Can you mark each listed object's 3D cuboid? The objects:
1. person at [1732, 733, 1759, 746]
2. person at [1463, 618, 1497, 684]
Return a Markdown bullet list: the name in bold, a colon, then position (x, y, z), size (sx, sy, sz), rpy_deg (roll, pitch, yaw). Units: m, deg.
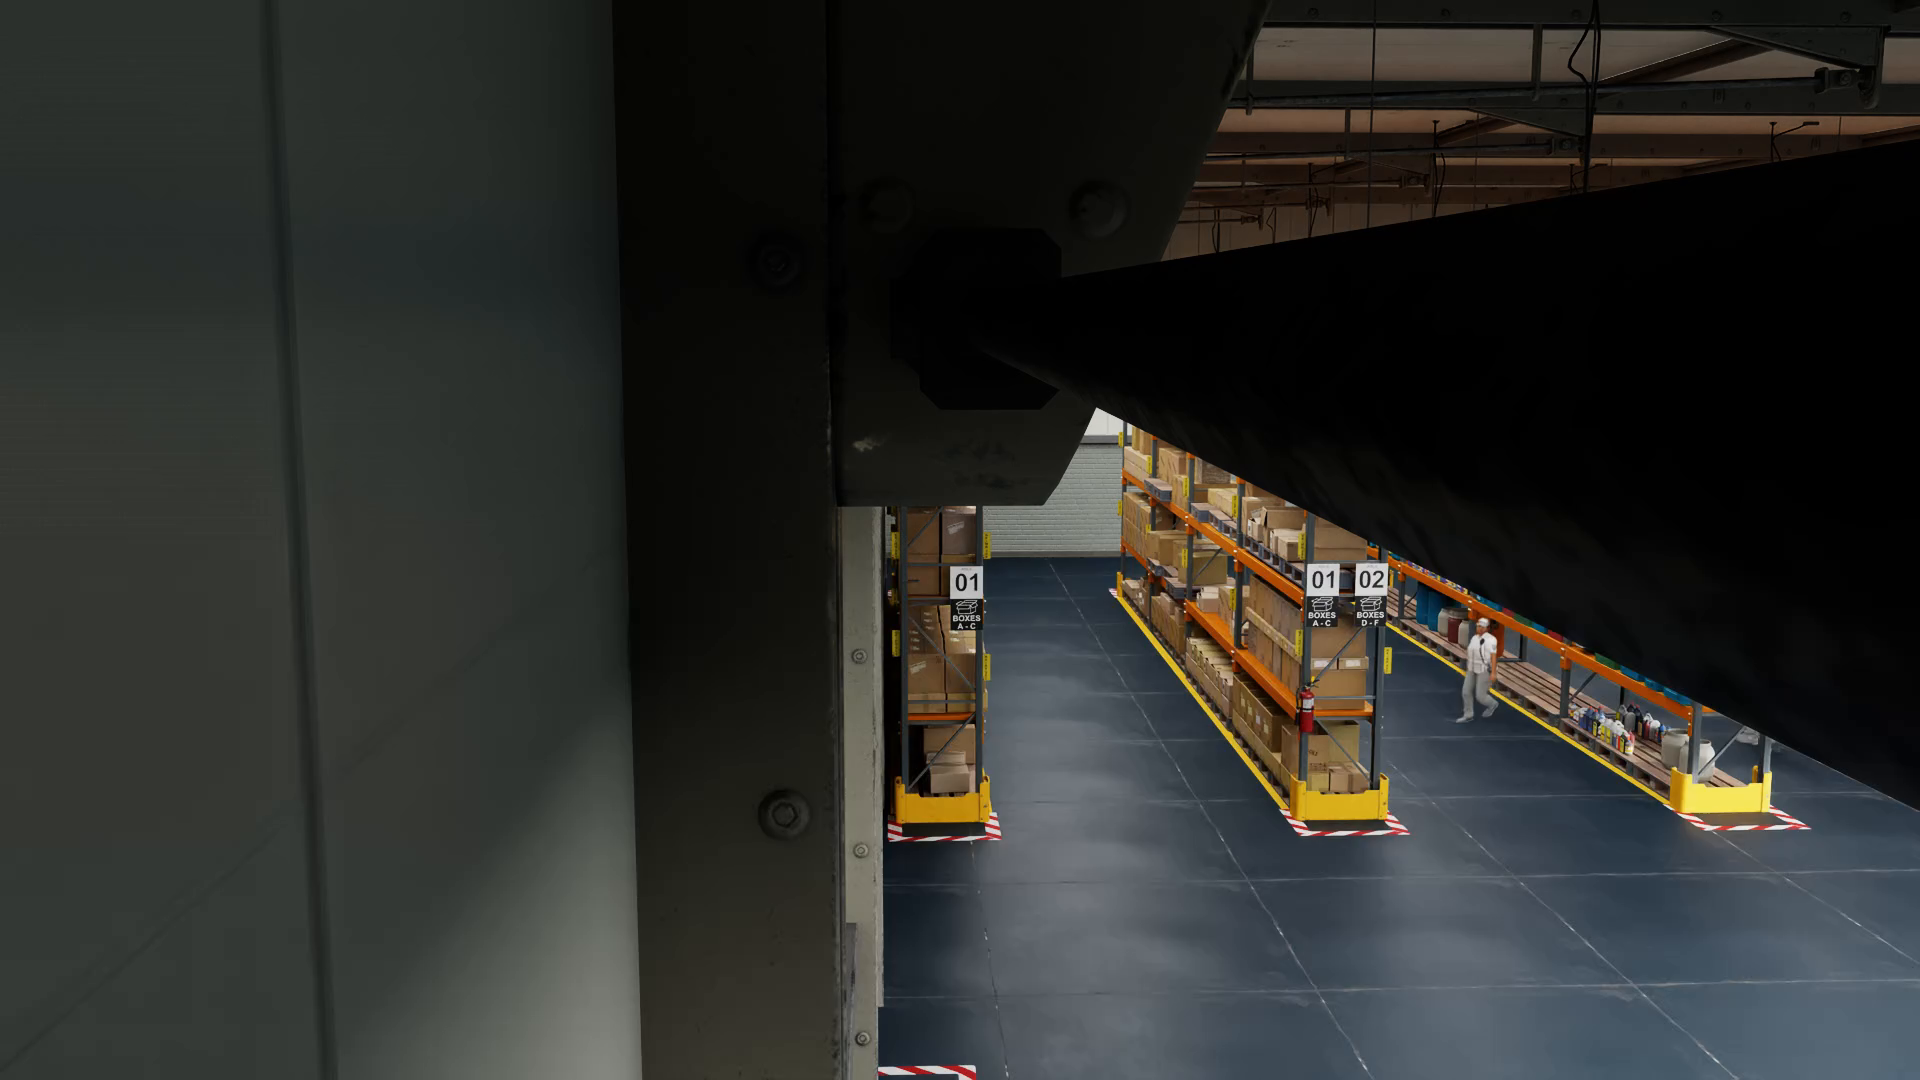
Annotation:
- **person**: position (11.555, 2.067, 24.157), size (0.487, 1.786, 0.526), rpy_deg (1, 8, 6)
- **person**: position (7.882, 1.683, 25.131), size (0.565, 1.003, 0.434), rpy_deg (8, 11, 44)
